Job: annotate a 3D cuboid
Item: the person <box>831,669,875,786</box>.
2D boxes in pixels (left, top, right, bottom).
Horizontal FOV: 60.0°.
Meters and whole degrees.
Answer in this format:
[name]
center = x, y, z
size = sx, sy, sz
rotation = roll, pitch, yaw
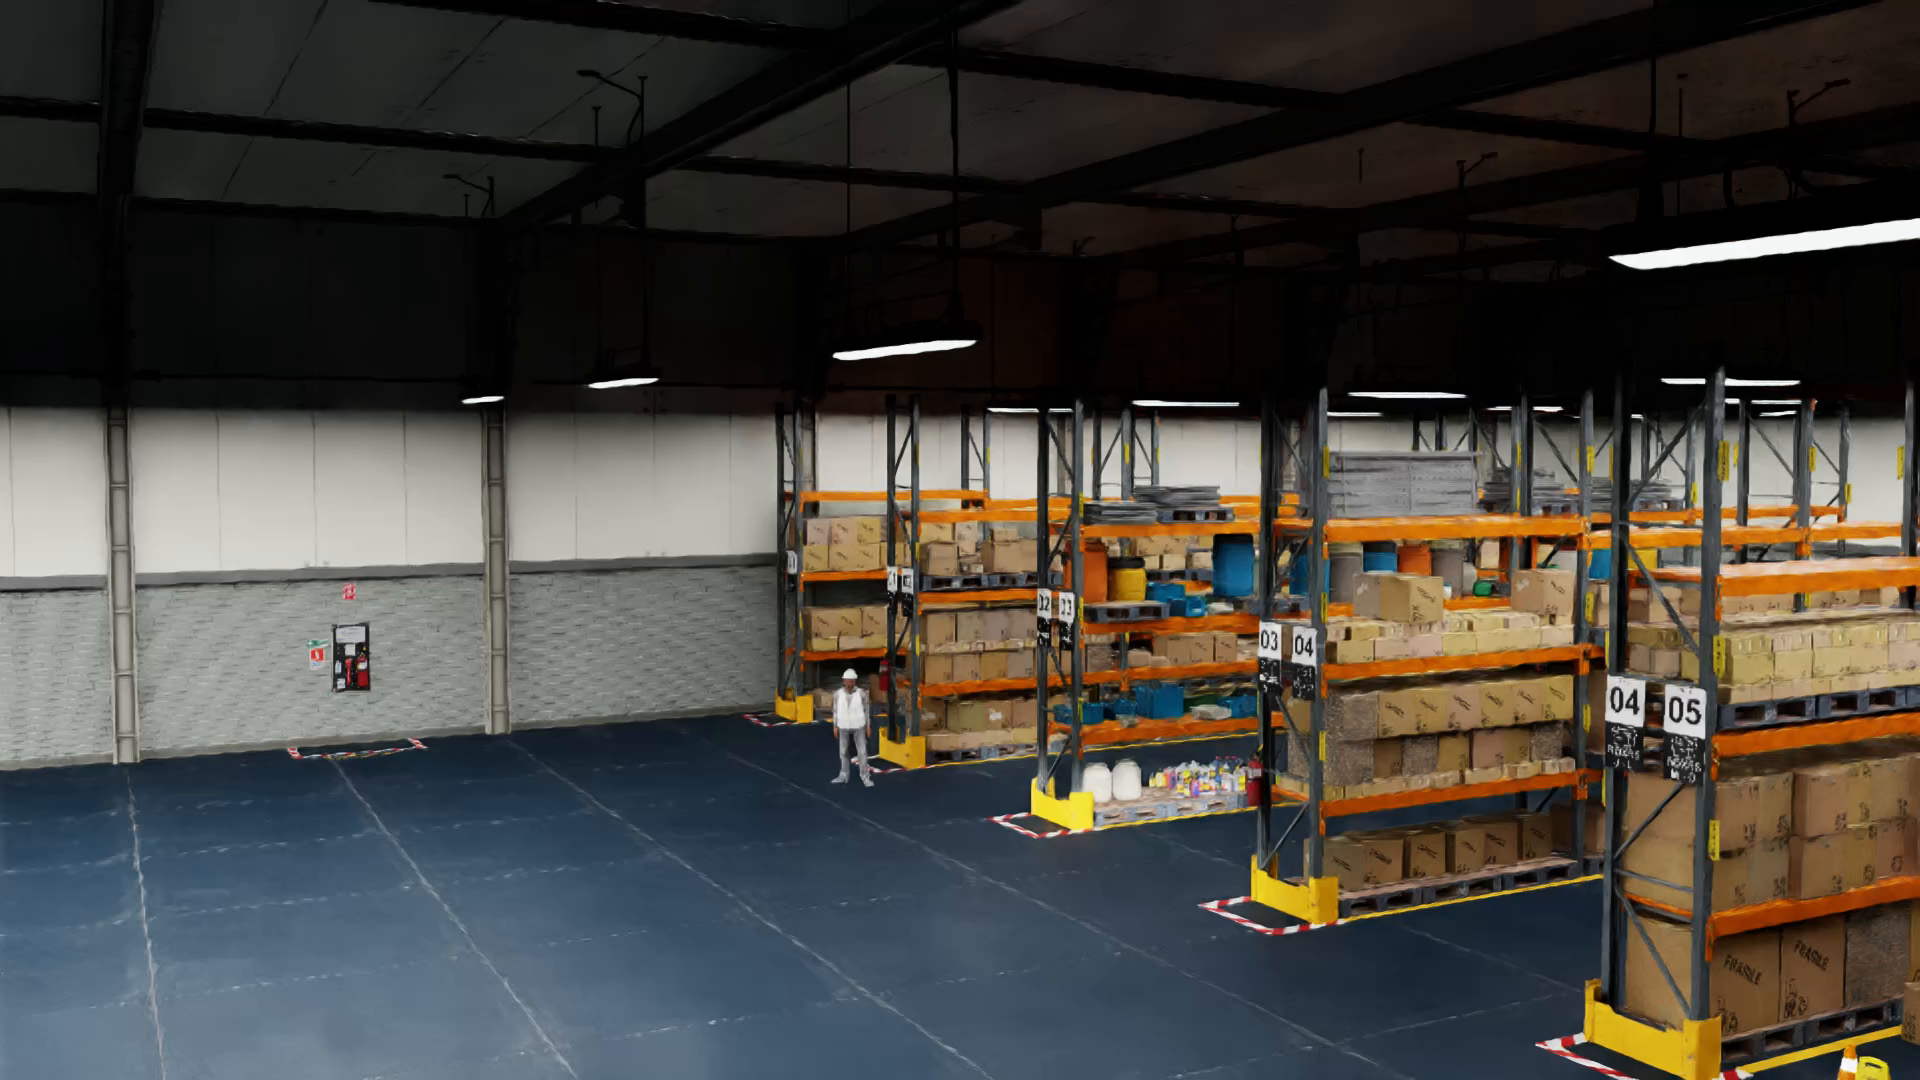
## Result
[person]
center = -1.621, 2.836, 25.285
size = 0.693, 1.764, 0.500
rotation = 0, 3, 4
